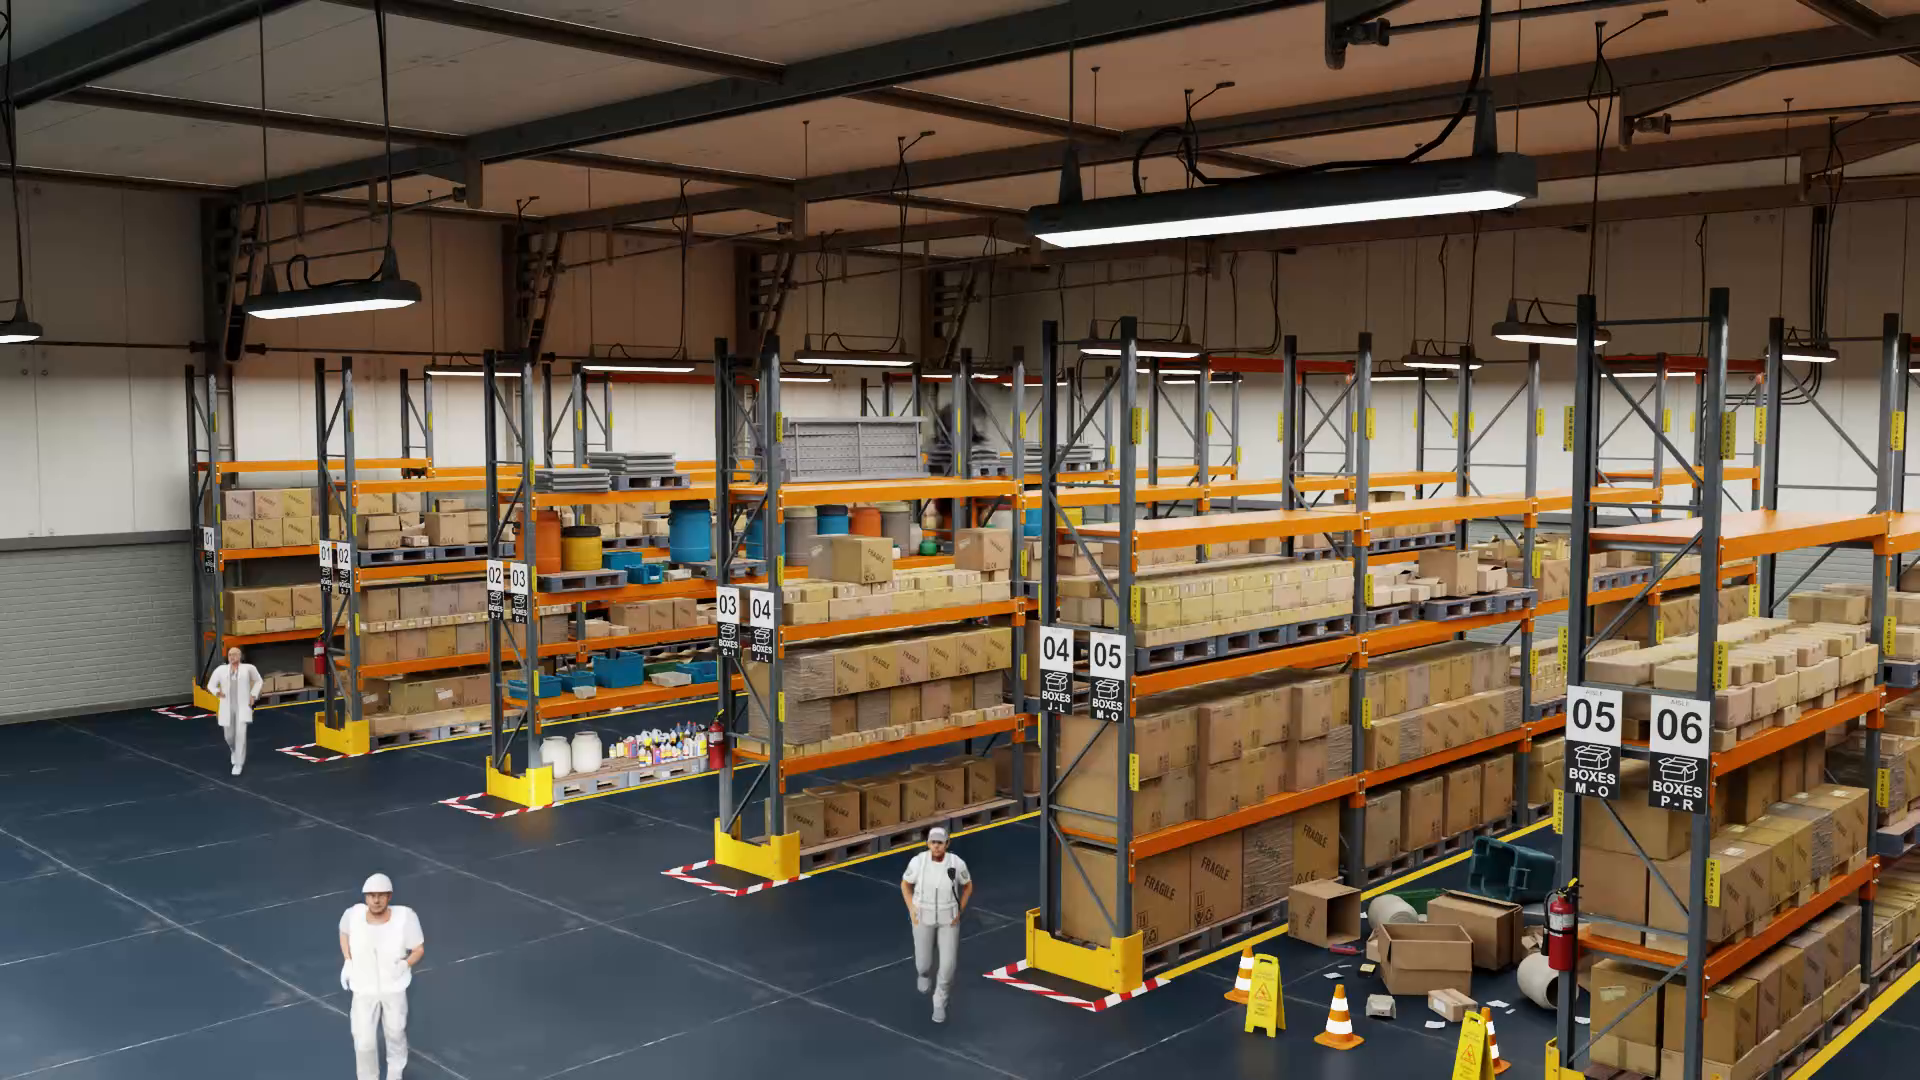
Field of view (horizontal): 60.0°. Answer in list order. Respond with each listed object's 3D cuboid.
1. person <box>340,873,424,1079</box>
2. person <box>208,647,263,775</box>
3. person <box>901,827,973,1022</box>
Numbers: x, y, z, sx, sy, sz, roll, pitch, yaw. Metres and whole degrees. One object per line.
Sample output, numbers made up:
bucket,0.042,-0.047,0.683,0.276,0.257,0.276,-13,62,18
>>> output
person,-4.276,3.342,12.322,0.599,1.828,0.918,-1,5,-18
person,-10.474,2.442,24.024,0.723,1.787,0.907,-1,4,-13
person,-0.198,3.268,14.361,0.621,1.657,0.597,-1,4,-7
